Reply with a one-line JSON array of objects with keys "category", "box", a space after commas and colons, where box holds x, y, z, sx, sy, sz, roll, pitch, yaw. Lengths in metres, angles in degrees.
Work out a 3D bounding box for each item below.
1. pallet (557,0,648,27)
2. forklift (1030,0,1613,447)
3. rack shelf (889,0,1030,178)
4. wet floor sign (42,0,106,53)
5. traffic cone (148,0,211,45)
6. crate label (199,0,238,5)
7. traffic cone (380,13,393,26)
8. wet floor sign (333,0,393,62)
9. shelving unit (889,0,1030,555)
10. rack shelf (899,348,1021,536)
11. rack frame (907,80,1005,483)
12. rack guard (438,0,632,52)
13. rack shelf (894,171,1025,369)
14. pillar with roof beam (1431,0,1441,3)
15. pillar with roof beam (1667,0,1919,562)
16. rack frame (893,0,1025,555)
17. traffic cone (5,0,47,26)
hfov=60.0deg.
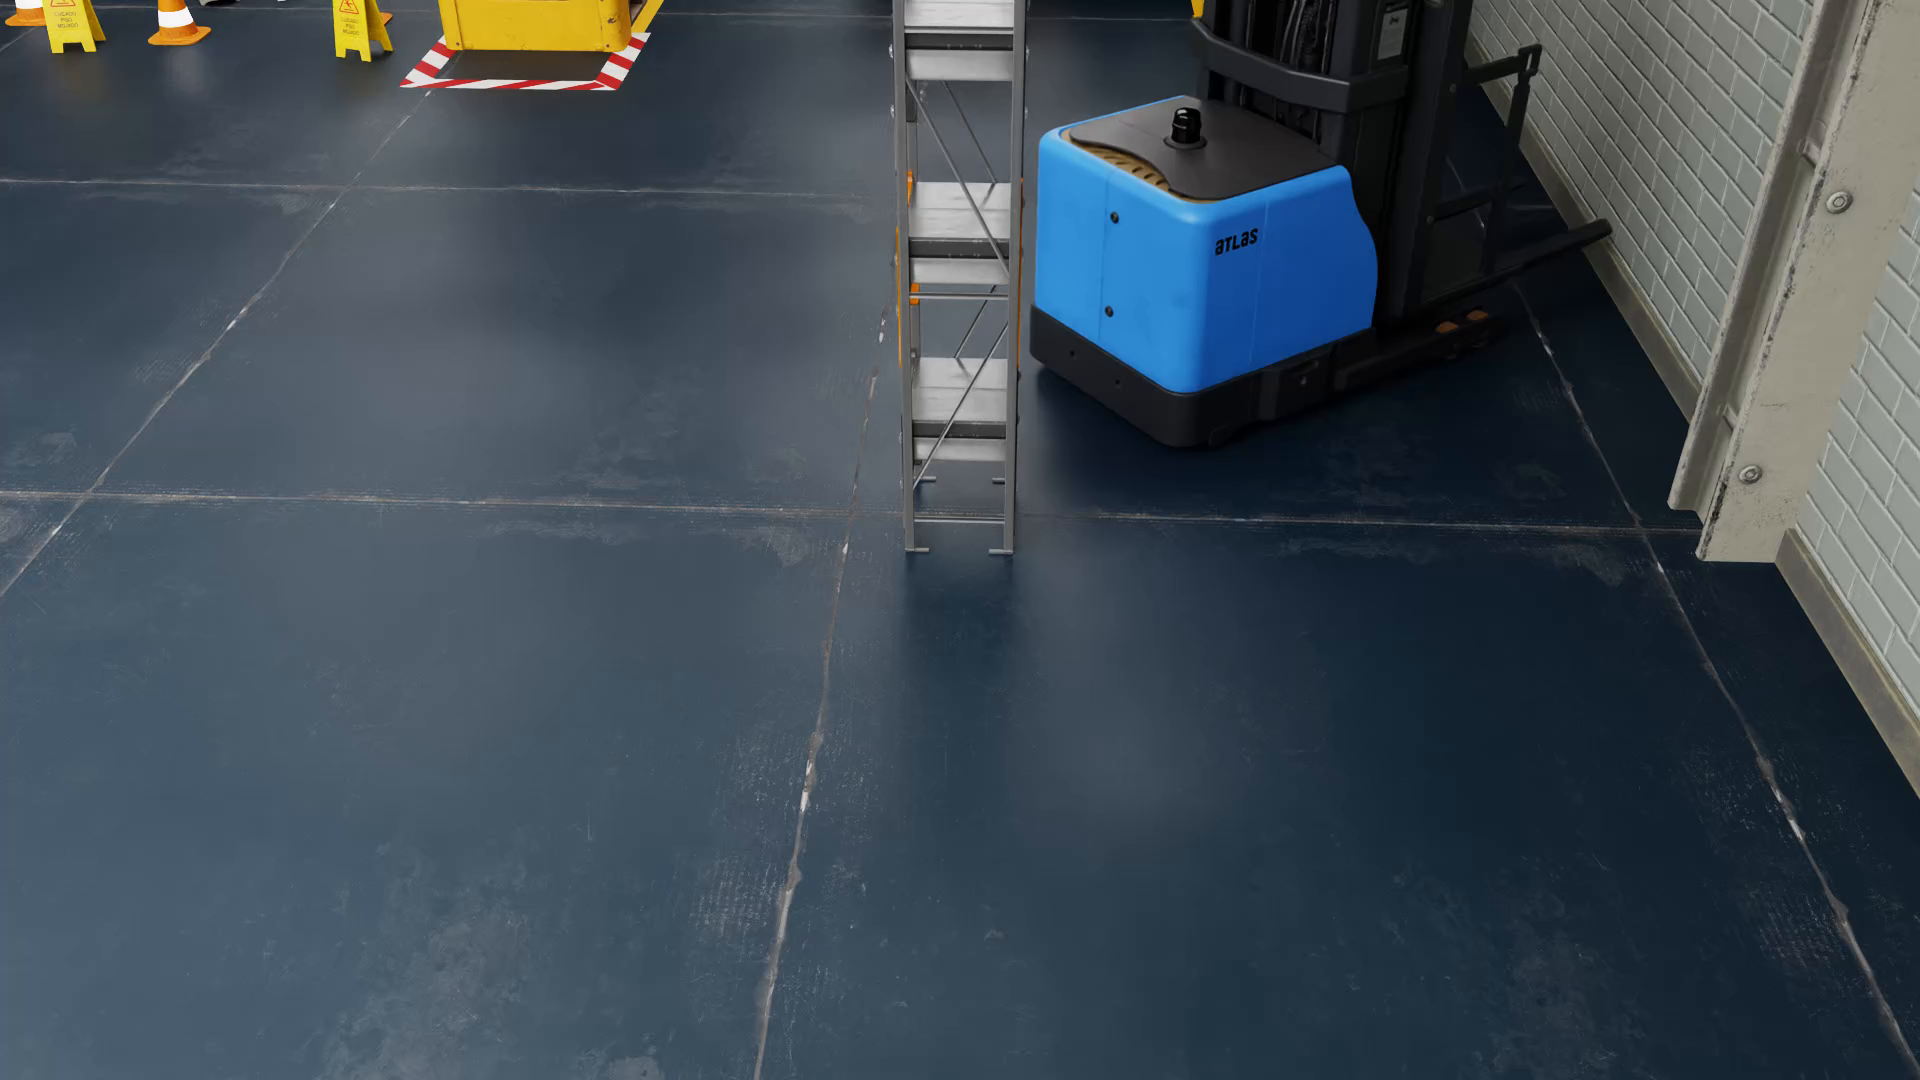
[{"category": "pallet", "box": [-2.682, -3.811, 11.489, 1.003, 0.211, 1.213, 1, 35, 2]}, {"category": "forklift", "box": [1.809, -2.228, 6.872, 3.031, 2.935, 1.130, -22, 40, -28]}, {"category": "rack shelf", "box": [0.007, -1.516, 5.387, 0.431, 0.518, 0.480, 1, 35, 2]}, {"category": "wet floor sign", "box": [-5.726, -3.473, 10.630, 0.267, 0.644, 0.232, -4, 35, -6]}, {"category": "traffic cone", "box": [-5.147, -3.512, 10.844, 0.336, 0.463, 0.334, 1, 35, 2]}, {"category": "crate label", "box": [-5.178, -3.831, 11.582, 0.250, 0.136, 0.298, -17, 38, -22]}, {"category": "traffic cone", "box": [-4.025, -3.681, 11.086, 0.336, 0.463, 0.334, 1, 35, 2]}, {"category": "wet floor sign", "box": [-3.830, -3.395, 10.519, 0.267, 0.644, 0.232, 13, 37, 18]}, {"category": "shelving unit", "box": [0.007, -0.954, 5.782, 0.431, 2.100, 0.503, 1, 35, 2]}, {"category": "rack shelf", "box": [0.007, -0.370, 6.192, 0.431, 0.518, 0.480, 1, 35, 2]}, {"category": "rack frame", "box": [0.016, -1.094, 5.981, 0.400, 2.100, 0.015, 1, 35, 2]}, {"category": "rack guard", "box": [-2.750, -3.463, 10.743, 1.175, 0.500, 0.348, 1, 35, 2]}, {"category": "rack shelf", "box": [0.007, -0.943, 5.789, 0.431, 0.518, 0.480, 1, 35, 2]}, {"category": "pillar with roof beam", "box": [-1.166, -7.263, 8.758, 9.100, 9.000, 0.400, 1, 35, 2]}, {"category": "pillar with roof beam", "box": [-1.407, -3.816, 3.853, 9.100, 9.000, 0.400, 1, 35, 2]}, {"category": "rack frame", "box": [-0.003, -0.814, 5.582, 0.400, 2.100, 0.015, 1, 35, 2]}, {"category": "traffic cone", "box": [-6.263, -3.733, 11.159, 0.336, 0.463, 0.334, 1, 35, 2]}]
